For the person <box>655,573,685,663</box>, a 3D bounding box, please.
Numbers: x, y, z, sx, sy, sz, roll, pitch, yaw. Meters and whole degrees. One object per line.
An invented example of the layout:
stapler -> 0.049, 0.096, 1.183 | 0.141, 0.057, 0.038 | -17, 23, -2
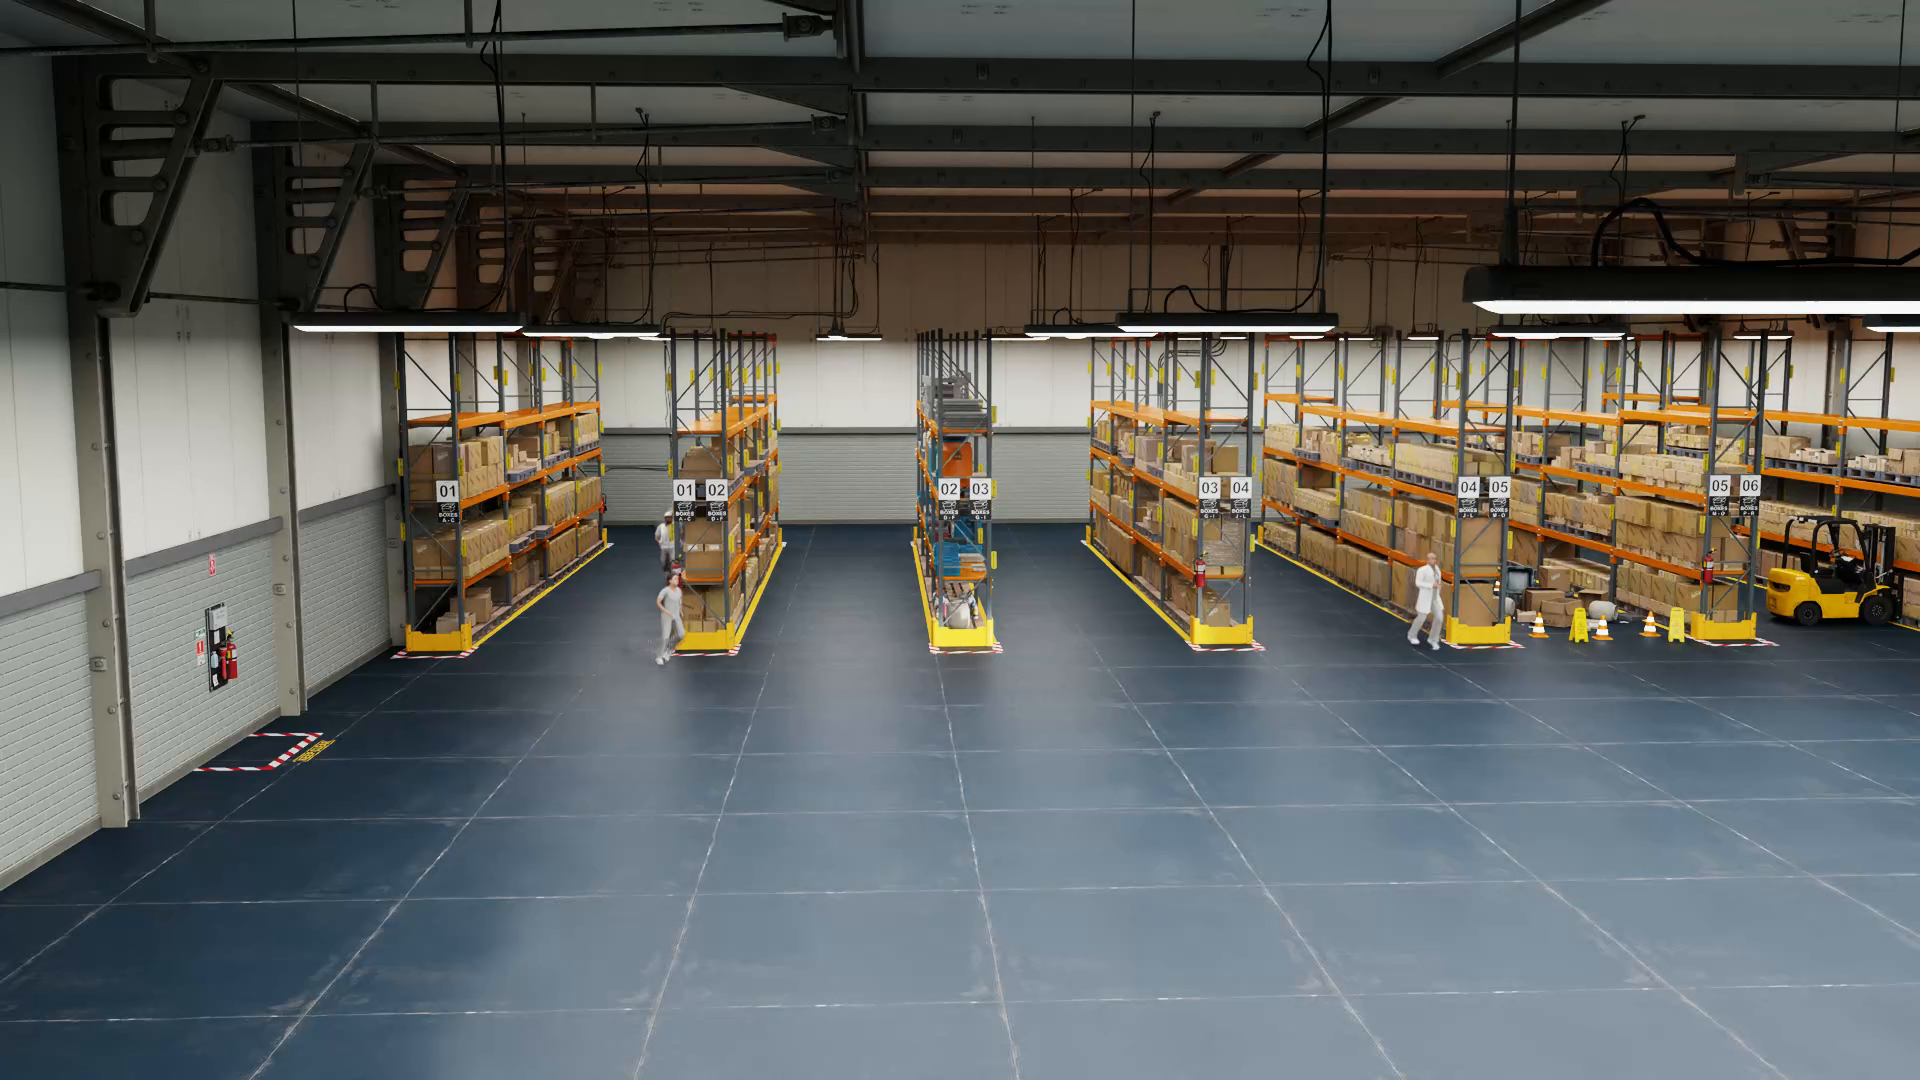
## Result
person -> -5.173, 1.395, 29.954 | 0.625, 1.619, 0.558 | -6, 9, -43

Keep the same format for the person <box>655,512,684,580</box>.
person -> -6.904, 0.202, 39.540 | 0.692, 1.746, 0.789 | -1, 7, -7

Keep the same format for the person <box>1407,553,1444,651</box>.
person -> 8.831, 1.158, 31.386 | 0.716, 1.858, 0.835 | -3, 7, -25

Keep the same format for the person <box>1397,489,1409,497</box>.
person -> 13.030, -0.989, 49.467 | 0.937, 1.823, 0.708 | 0, 7, 1

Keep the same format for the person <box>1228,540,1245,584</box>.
person -> 6.526, 0.241, 39.429 | 0.590, 1.660, 0.619 | -1, 7, -4
